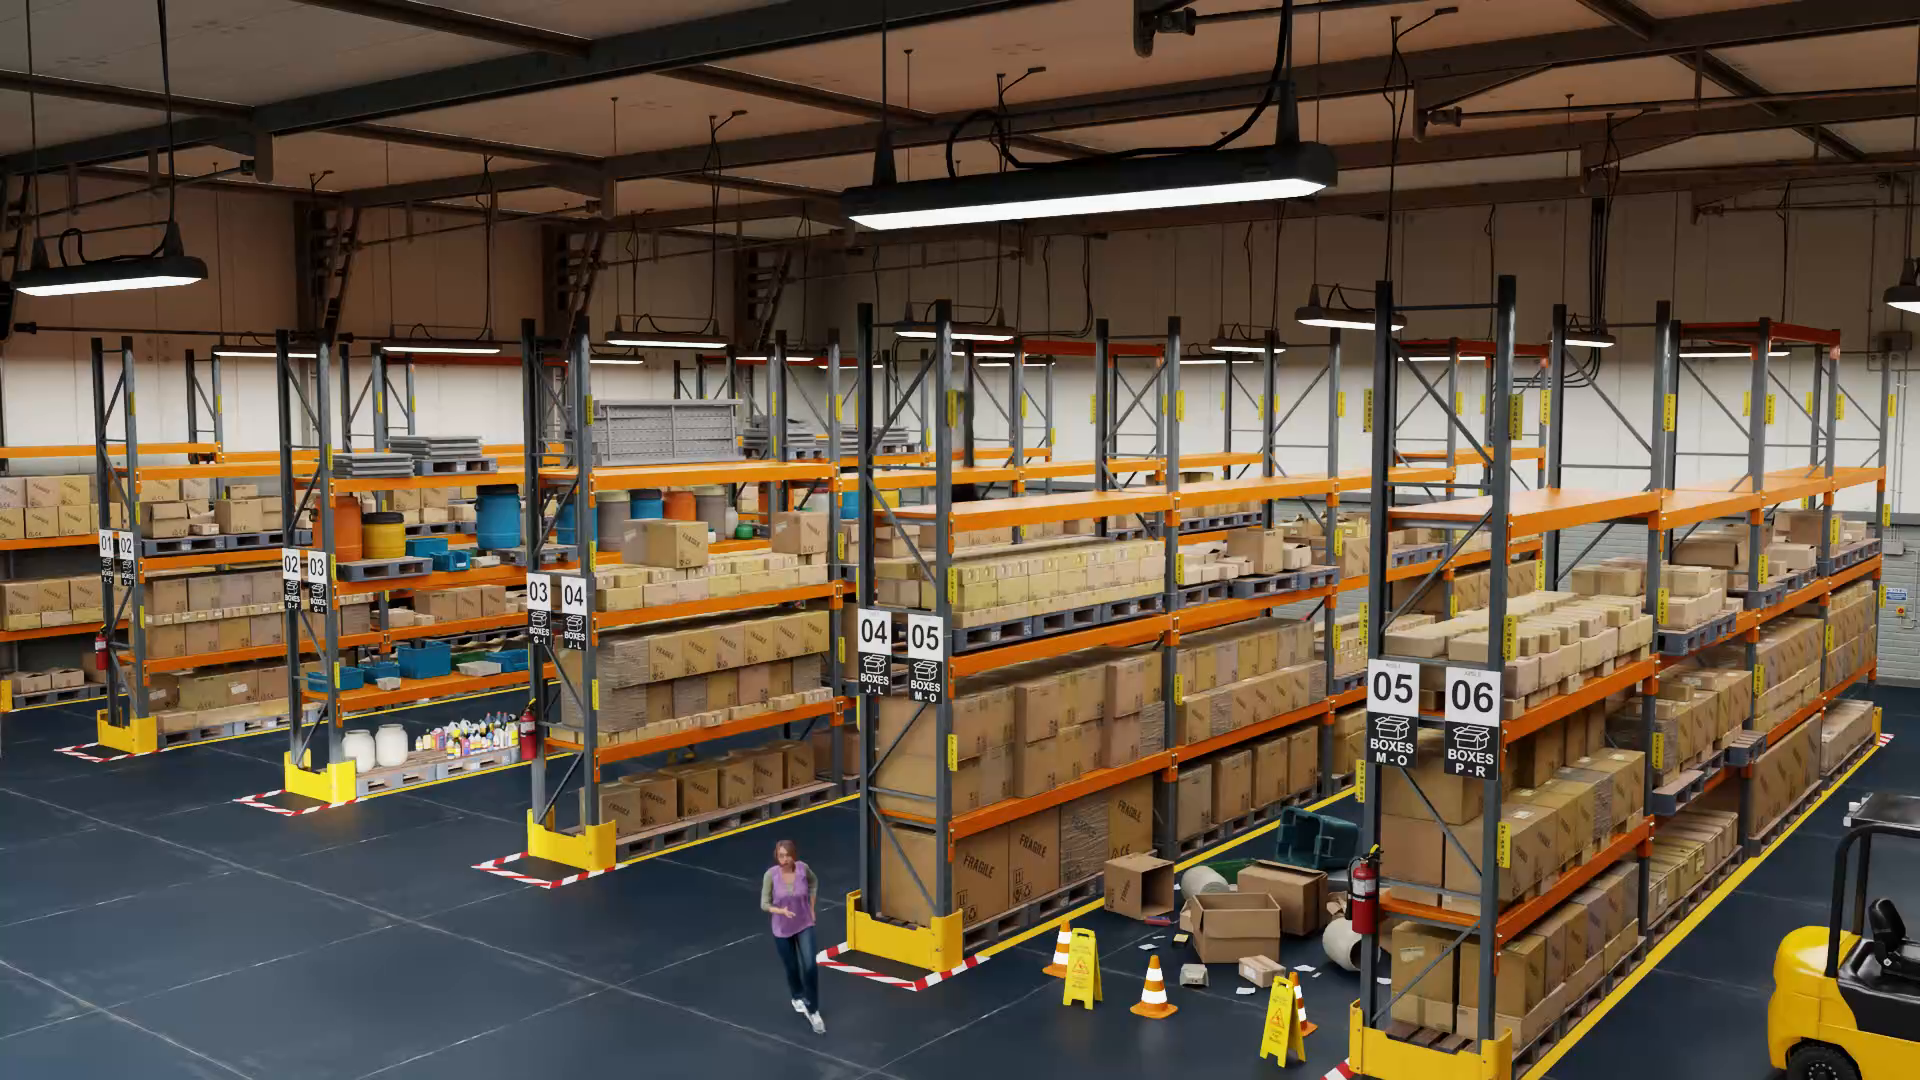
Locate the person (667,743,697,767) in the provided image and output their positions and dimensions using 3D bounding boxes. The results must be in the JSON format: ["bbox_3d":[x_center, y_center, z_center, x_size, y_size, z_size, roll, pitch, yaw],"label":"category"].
[{"bbox_3d":[-3.950,2.273,23.200,0.732,1.760,0.816,3,6,28],"label":"person"}]

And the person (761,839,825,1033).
[{"bbox_3d":[-1.372,3.215,13.594,0.507,1.587,0.729,-1,5,-8],"label":"person"}]
